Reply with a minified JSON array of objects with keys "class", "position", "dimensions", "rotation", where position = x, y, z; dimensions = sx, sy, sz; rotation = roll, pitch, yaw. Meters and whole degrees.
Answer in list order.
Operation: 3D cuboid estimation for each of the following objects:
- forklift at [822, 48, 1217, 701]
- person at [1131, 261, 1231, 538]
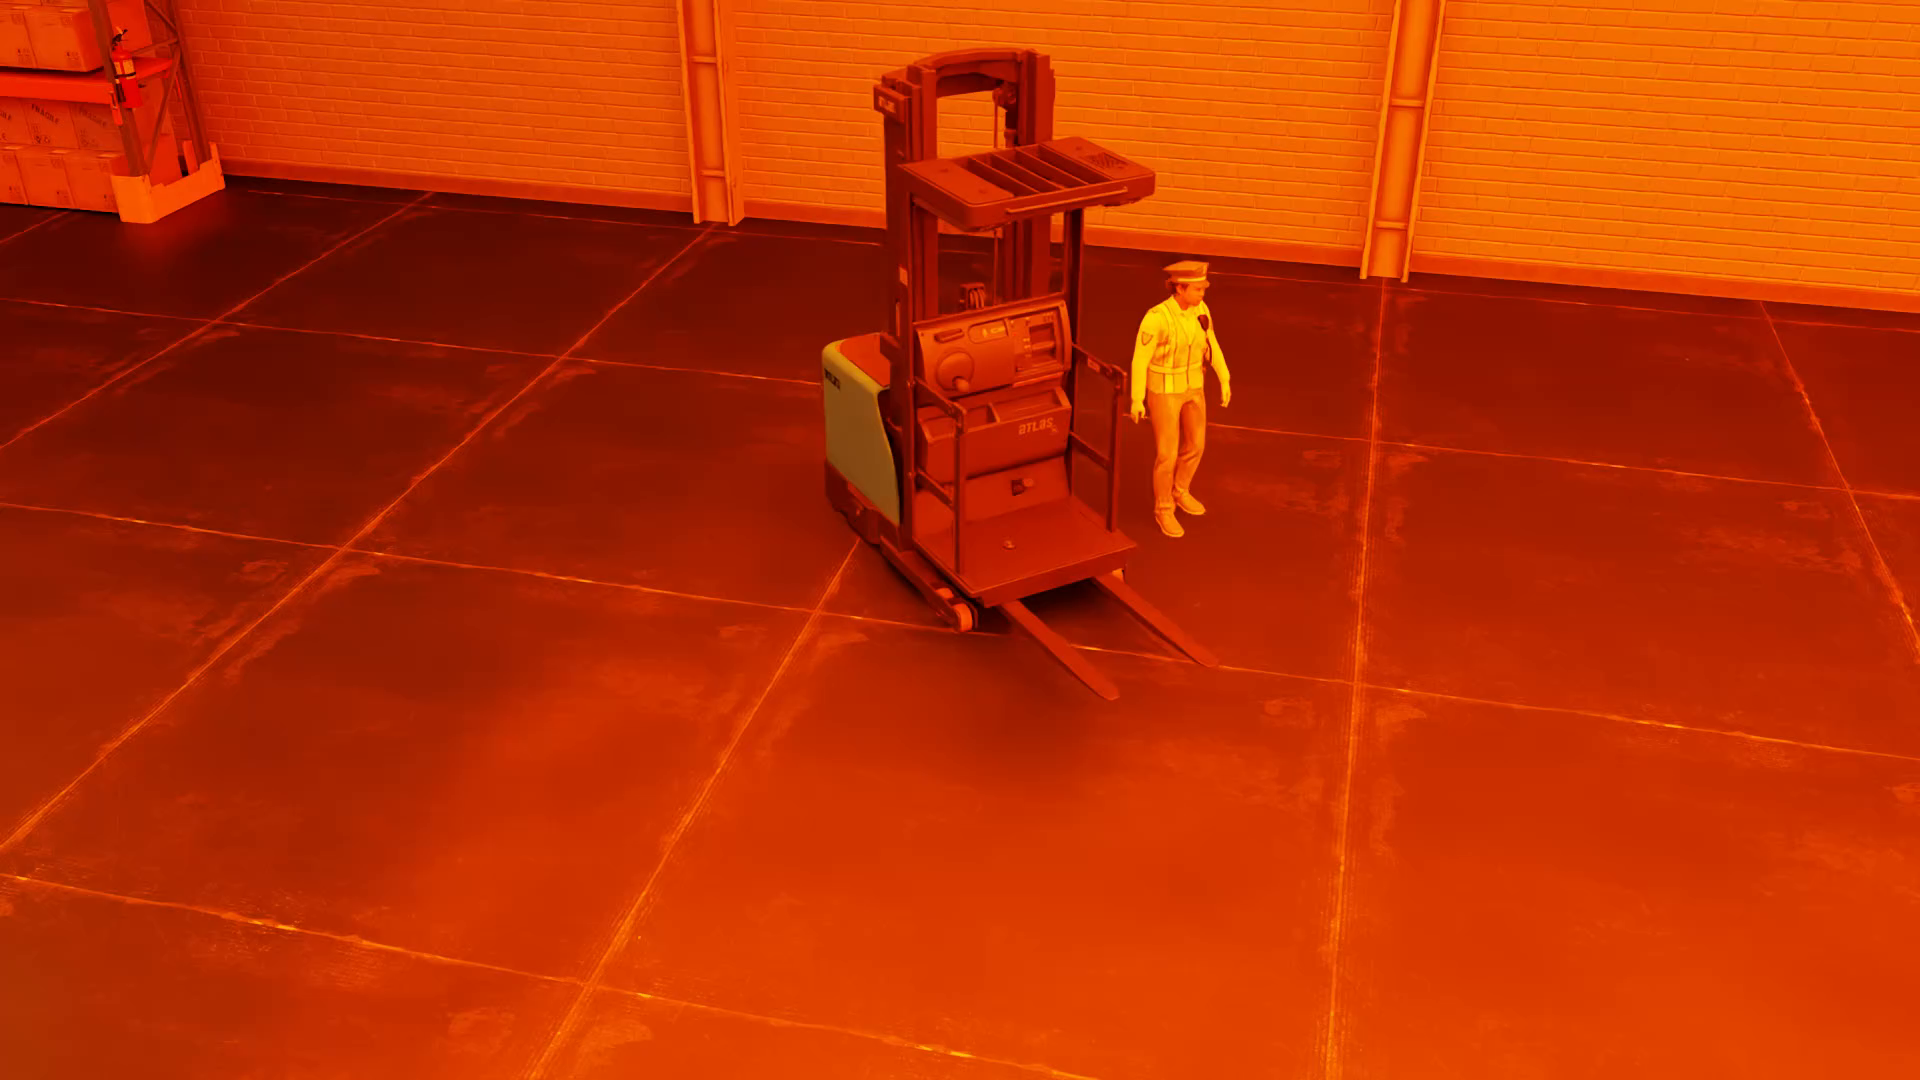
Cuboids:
[{"class":"forklift","position":[0.301,-1.013,8.958],"dimensions":[1.130,2.935,3.031],"rotation":[-15,33,-25]},{"class":"person","position":[1.353,-0.869,9.995],"dimensions":[0.657,1.661,0.478],"rotation":[-17,34,-27]}]
